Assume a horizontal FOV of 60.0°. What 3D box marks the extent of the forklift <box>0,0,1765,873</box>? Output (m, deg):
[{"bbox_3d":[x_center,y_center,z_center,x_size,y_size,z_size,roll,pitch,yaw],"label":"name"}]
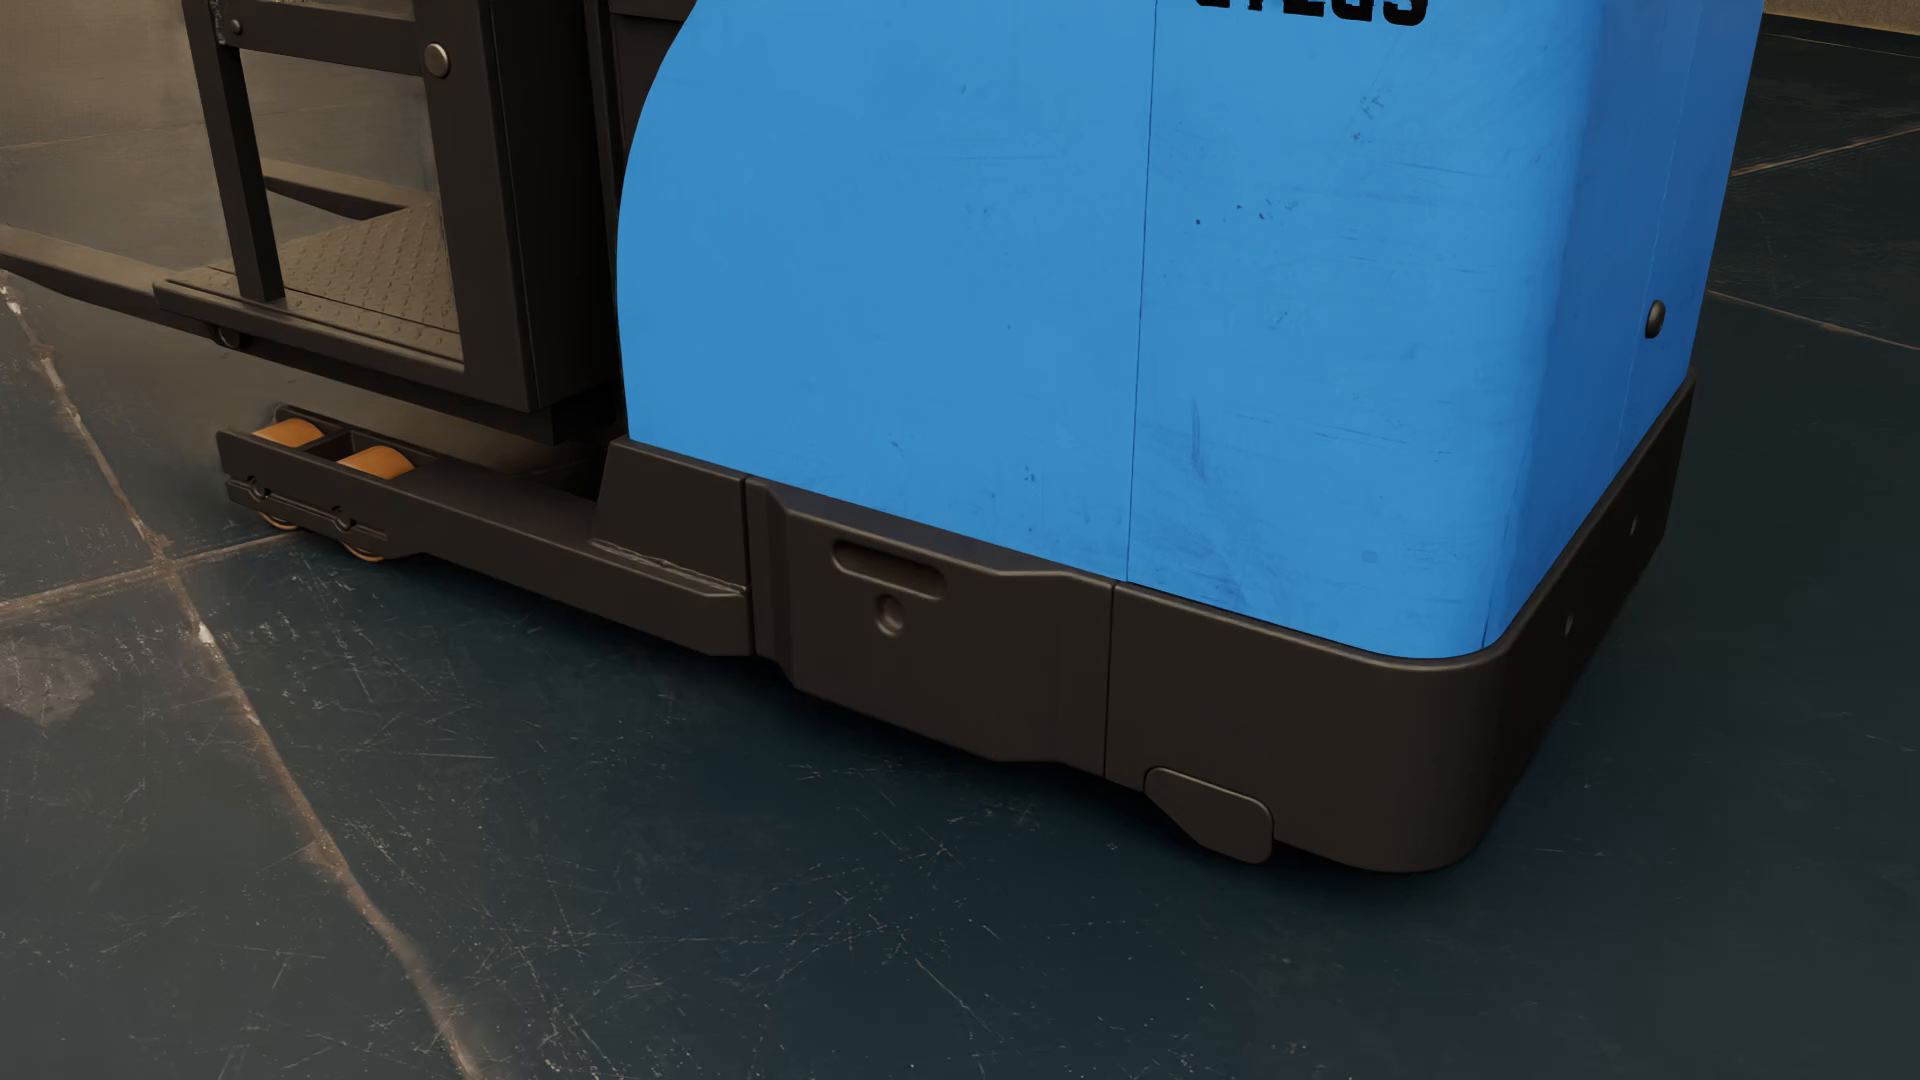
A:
[{"bbox_3d":[-0.511,-1.459,2.139,3.031,2.935,1.130,16,31,29],"label":"forklift"}]
